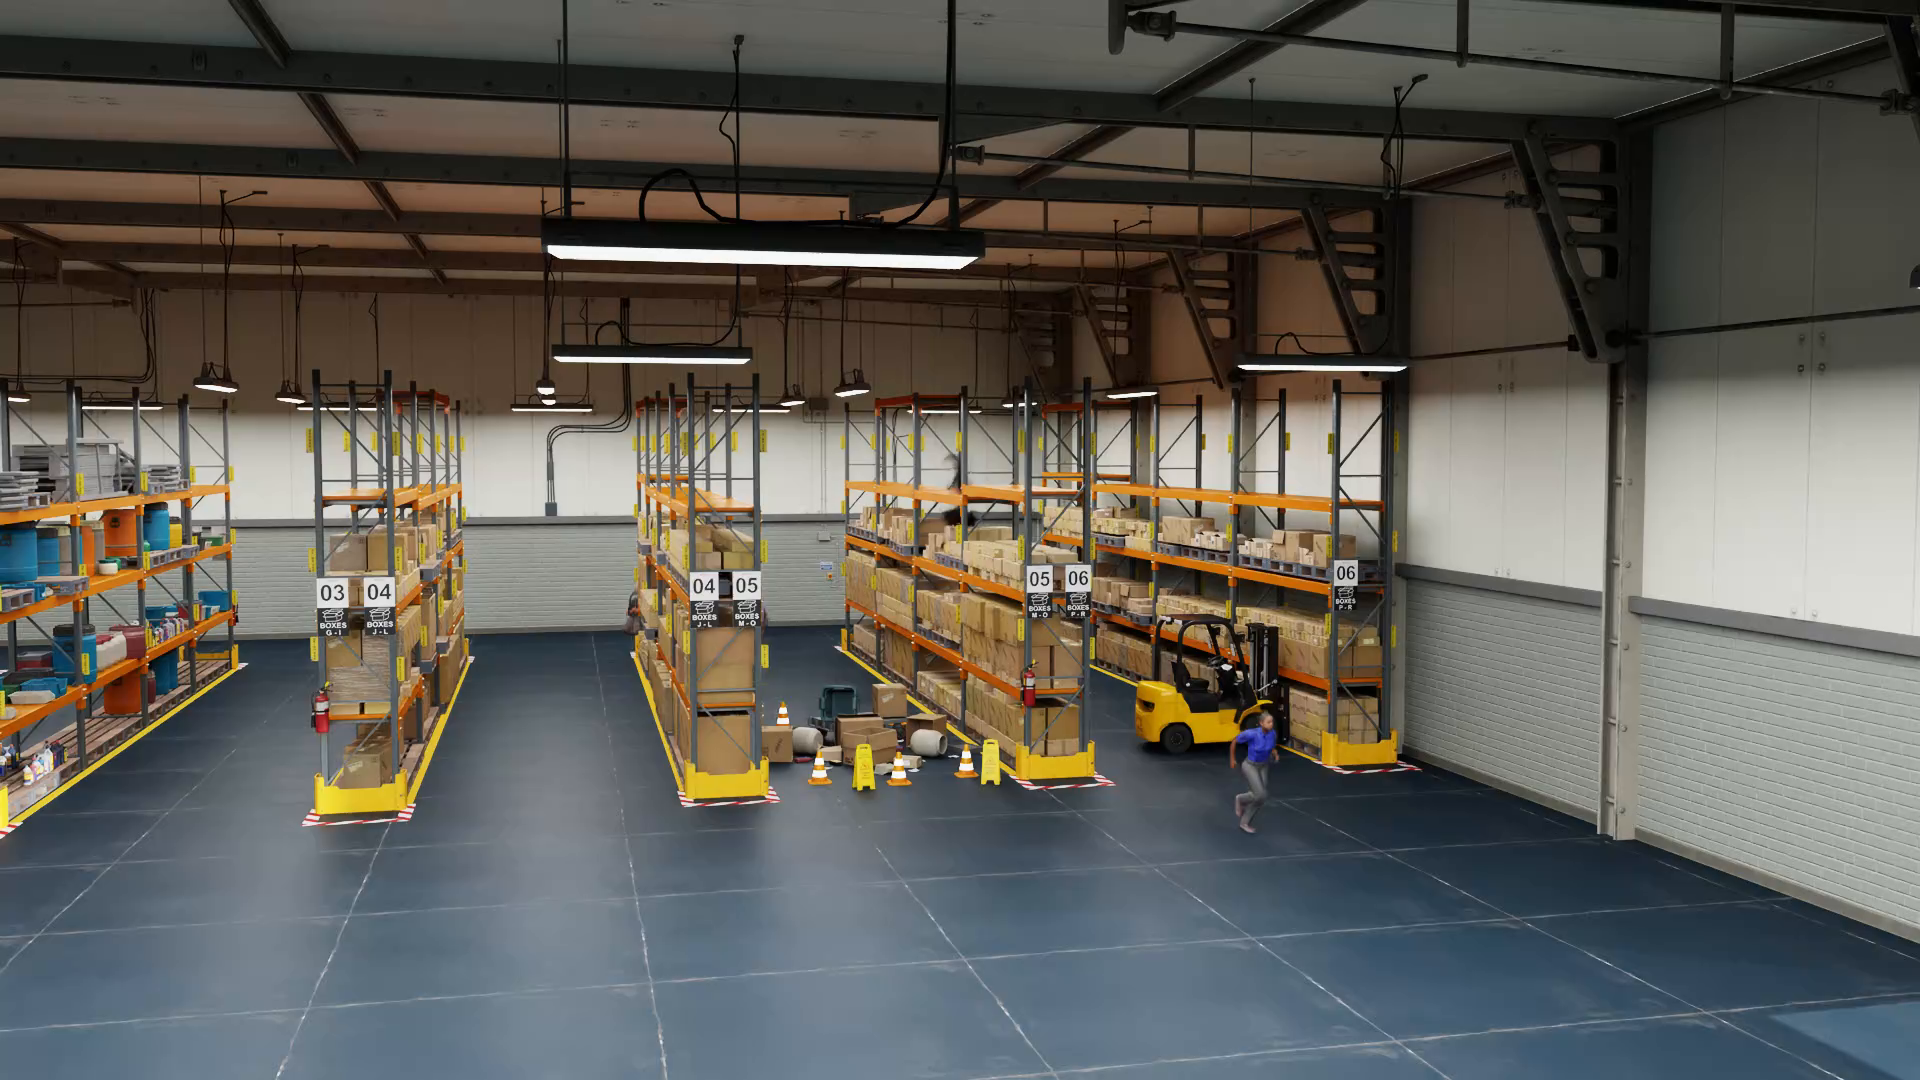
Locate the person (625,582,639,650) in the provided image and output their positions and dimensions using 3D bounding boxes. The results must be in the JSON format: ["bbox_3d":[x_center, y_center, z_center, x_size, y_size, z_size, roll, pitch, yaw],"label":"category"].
[{"bbox_3d":[-7.833,1.845,40.190,0.653,1.671,0.573,3,4,38],"label":"person"}]

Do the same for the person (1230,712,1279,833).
[{"bbox_3d":[3.841,2.990,21.408,0.561,1.582,0.657,-2,4,-34],"label":"person"}]

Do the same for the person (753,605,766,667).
[{"bbox_3d":[-4.684,2.033,37.172,0.695,1.691,0.811,-1,3,-11],"label":"person"}]
